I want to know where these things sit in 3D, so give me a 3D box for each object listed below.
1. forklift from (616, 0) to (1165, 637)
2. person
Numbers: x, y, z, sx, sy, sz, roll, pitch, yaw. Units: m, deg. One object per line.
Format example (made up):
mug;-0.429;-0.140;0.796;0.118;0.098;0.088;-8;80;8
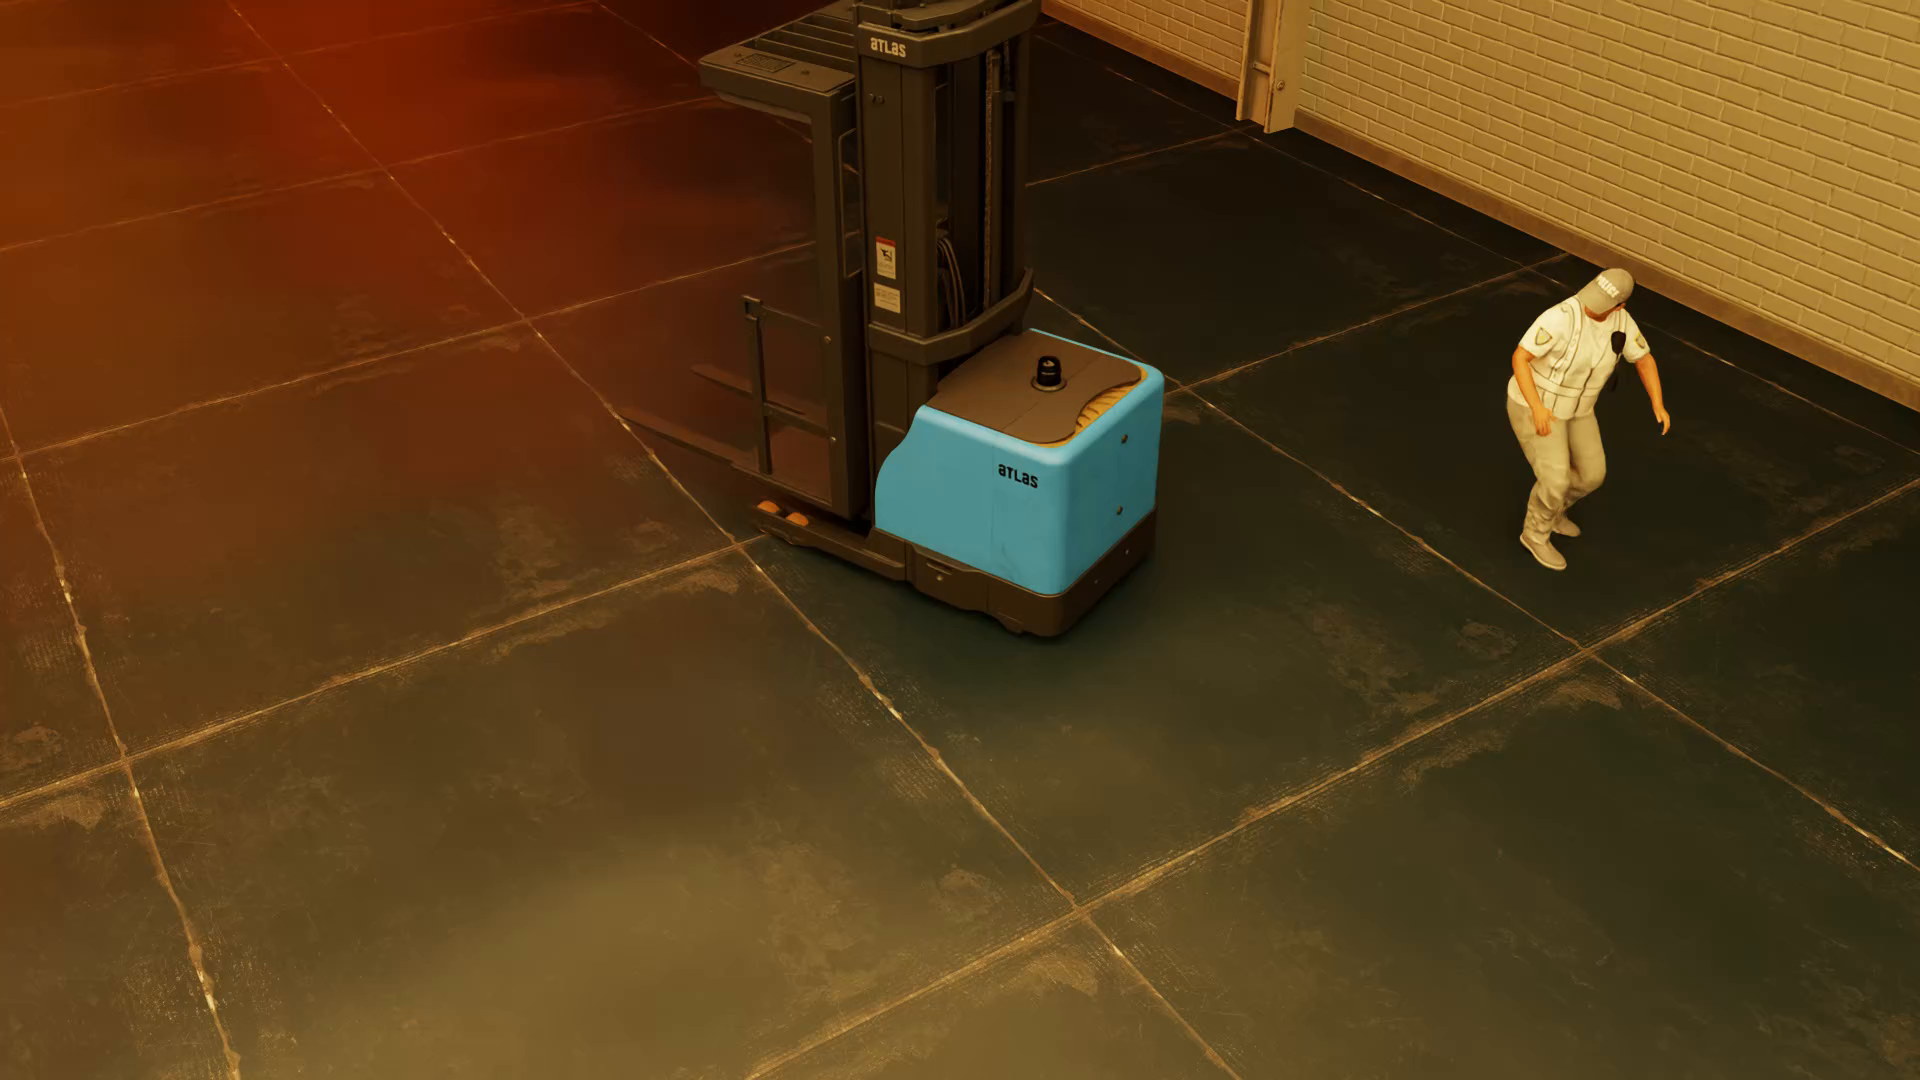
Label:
forklift;-0.500;-1.399;8.138;3.031;2.935;1.130;22;41;28
person;3.056;-0.601;8.203;0.725;1.604;0.688;-14;38;-19
